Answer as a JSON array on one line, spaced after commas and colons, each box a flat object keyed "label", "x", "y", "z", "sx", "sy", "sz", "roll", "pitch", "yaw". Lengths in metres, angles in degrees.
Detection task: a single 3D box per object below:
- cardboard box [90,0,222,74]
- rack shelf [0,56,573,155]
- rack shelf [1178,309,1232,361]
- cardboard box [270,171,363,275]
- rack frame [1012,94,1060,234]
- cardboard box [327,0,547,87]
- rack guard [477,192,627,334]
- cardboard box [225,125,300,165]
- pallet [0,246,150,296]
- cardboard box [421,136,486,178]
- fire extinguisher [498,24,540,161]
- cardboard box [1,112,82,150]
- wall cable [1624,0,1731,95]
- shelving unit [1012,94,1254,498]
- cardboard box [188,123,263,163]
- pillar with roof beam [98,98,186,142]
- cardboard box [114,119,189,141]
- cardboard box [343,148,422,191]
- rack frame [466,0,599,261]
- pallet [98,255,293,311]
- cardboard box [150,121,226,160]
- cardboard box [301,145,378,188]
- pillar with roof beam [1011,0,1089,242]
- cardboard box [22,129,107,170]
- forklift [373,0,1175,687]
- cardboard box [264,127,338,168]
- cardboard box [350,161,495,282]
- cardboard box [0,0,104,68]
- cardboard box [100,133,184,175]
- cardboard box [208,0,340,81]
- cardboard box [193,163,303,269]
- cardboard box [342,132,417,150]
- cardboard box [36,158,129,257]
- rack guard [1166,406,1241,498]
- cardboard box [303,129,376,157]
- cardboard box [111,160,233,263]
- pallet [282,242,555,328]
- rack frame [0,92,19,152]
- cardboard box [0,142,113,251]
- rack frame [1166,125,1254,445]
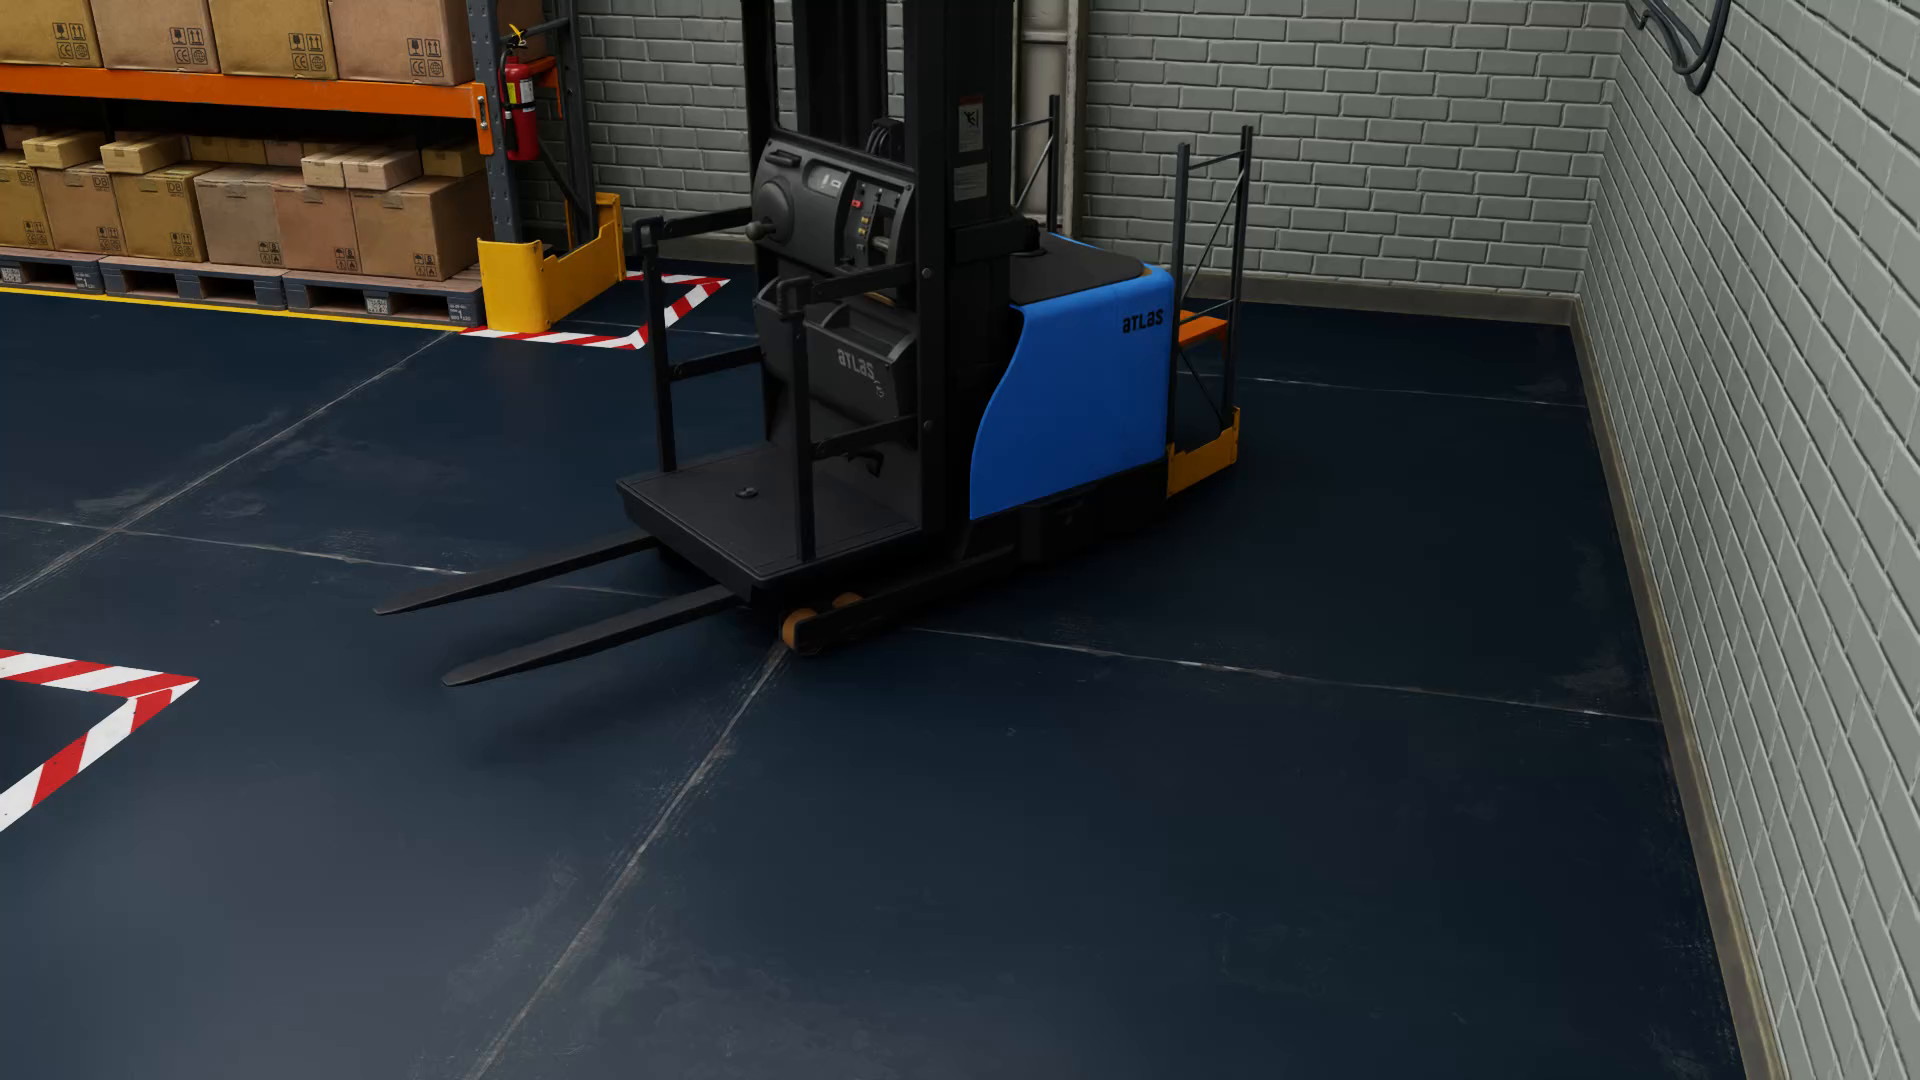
[{"label": "cardboard box", "x": -4.285, "y": -3.089, "z": 9.400, "sx": 0.700, "sy": 0.700, "sz": 0.980, "roll": 5, "pitch": 26, "yaw": 10}, {"label": "rack shelf", "x": -4.282, "y": -2.634, "z": 9.629, "sx": 4.000, "sy": 0.370, "sz": 1.077, "roll": 6, "pitch": 26, "yaw": 13}, {"label": "rack shelf", "x": 0.652, "y": -0.935, "z": 7.388, "sx": 1.000, "sy": 0.185, "sz": 0.538, "roll": 21, "pitch": 33, "yaw": 37}, {"label": "cardboard box", "x": -3.533, "y": -1.892, "z": 9.654, "sx": 0.500, "sy": 0.500, "sz": 0.700, "roll": 6, "pitch": 26, "yaw": 13}, {"label": "rack frame", "x": 0.272, "y": -1.243, "z": 7.616, "sx": 0.032, "sy": 1.500, "sz": 0.500, "roll": 21, "pitch": 33, "yaw": 37}, {"label": "cardboard box", "x": -2.842, "y": -2.930, "z": 9.066, "sx": 0.700, "sy": 0.700, "sz": 0.980, "roll": 8, "pitch": 26, "yaw": 15}, {"label": "rack guard", "x": -2.322, "y": -1.613, "z": 9.557, "sx": 0.348, "sy": 0.500, "sz": 1.175, "roll": 6, "pitch": 26, "yaw": 13}, {"label": "cardboard box", "x": -4.106, "y": -2.336, "z": 9.833, "sx": 0.250, "sy": 0.149, "sz": 0.380, "roll": 7, "pitch": 26, "yaw": 14}, {"label": "pallet", "x": -5.502, "y": -1.800, "z": 10.284, "sx": 1.213, "sy": 0.211, "sz": 1.003, "roll": 6, "pitch": 26, "yaw": 13}, {"label": "cardboard box", "x": -2.877, "y": -2.201, "z": 9.549, "sx": 0.250, "sy": 0.149, "sz": 0.380, "roll": 6, "pitch": 26, "yaw": 13}, {"label": "fire extinguisher", "x": -2.314, "y": -2.333, "z": 8.684, "sx": 0.183, "sy": 0.674, "sz": 0.296, "roll": 6, "pitch": 26, "yaw": 13}, {"label": "cardboard box", "x": -5.612, "y": -2.502, "z": 10.181, "sx": 0.250, "sy": 0.149, "sz": 0.380, "roll": 6, "pitch": 26, "yaw": 13}, {"label": "wall cable", "x": 3.043, "y": -3.297, "z": 6.819, "sx": 0.112, "sy": 2.526, "sz": 3.097, "roll": 6, "pitch": 26, "yaw": 13}, {"label": "shelving unit", "x": 0.659, "y": -1.095, "z": 7.306, "sx": 1.083, "sy": 1.500, "sz": 0.587, "roll": 21, "pitch": 33, "yaw": 37}, {"label": "cardboard box", "x": -4.351, "y": -2.364, "z": 9.890, "sx": 0.250, "sy": 0.149, "sz": 0.380, "roll": 6, "pitch": 26, "yaw": 12}, {"label": "pillar with roof beam", "x": -6.398, "y": -4.374, "z": 5.469, "sx": 0.400, "sy": 9.000, "sz": 9.100, "roll": 6, "pitch": 26, "yaw": 13}, {"label": "cardboard box", "x": -4.845, "y": -2.418, "z": 10.005, "sx": 0.250, "sy": 0.149, "sz": 0.380, "roll": 5, "pitch": 26, "yaw": 11}, {"label": "cardboard box", "x": -3.218, "y": -2.069, "z": 9.272, "sx": 0.250, "sy": 0.149, "sz": 0.380, "roll": 6, "pitch": 26, "yaw": 12}, {"label": "rack frame", "x": -2.345, "y": -2.744, "z": 9.025, "sx": 0.127, "sy": 3.000, "sz": 1.000, "roll": 6, "pitch": 26, "yaw": 13}, {"label": "pallet", "x": -4.317, "y": -1.670, "z": 10.012, "sx": 1.213, "sy": 0.211, "sz": 1.003, "roll": 6, "pitch": 26, "yaw": 13}, {"label": "cardboard box", "x": -4.601, "y": -2.391, "z": 9.948, "sx": 0.250, "sy": 0.149, "sz": 0.380, "roll": 7, "pitch": 26, "yaw": 14}, {"label": "cardboard box", "x": -3.466, "y": -2.097, "z": 9.329, "sx": 0.250, "sy": 0.149, "sz": 0.380, "roll": 7, "pitch": 26, "yaw": 14}, {"label": "pillar with roof beam", "x": -0.587, "y": -3.732, "z": 4.120, "sx": 0.400, "sy": 9.000, "sz": 9.100, "roll": 6, "pitch": 26, "yaw": 13}, {"label": "cardboard box", "x": -5.234, "y": -2.291, "z": 9.738, "sx": 0.250, "sy": 0.149, "sz": 0.380, "roll": 7, "pitch": 26, "yaw": 15}, {"label": "forklift", "x": -0.626, "y": -1.171, "z": 5.799, "sx": 3.031, "sy": 2.935, "sz": 1.130, "roll": -18, "pitch": 31, "yaw": -33}, {"label": "cardboard box", "x": -3.857, "y": -2.309, "z": 9.776, "sx": 0.250, "sy": 0.149, "sz": 0.380, "roll": 7, "pitch": 26, "yaw": 14}, {"label": "cardboard box", "x": -3.048, "y": -1.839, "z": 9.542, "sx": 0.500, "sy": 0.500, "sz": 0.700, "roll": 6, "pitch": 26, "yaw": 13}, {"label": "cardboard box", "x": -4.992, "y": -3.163, "z": 9.555, "sx": 0.700, "sy": 0.700, "sz": 0.980, "roll": 6, "pitch": 26, "yaw": 12}, {"label": "cardboard box", "x": -4.729, "y": -2.235, "z": 9.621, "sx": 0.250, "sy": 0.149, "sz": 0.380, "roll": 6, "pitch": 26, "yaw": 12}, {"label": "cardboard box", "x": -3.549, "y": -3.004, "z": 9.220, "sx": 0.700, "sy": 0.700, "sz": 0.980, "roll": 6, "pitch": 26, "yaw": 13}, {"label": "cardboard box", "x": -4.020, "y": -1.946, "z": 9.767, "sx": 0.500, "sy": 0.500, "sz": 0.700, "roll": 5, "pitch": 26, "yaw": 11}, {"label": "cardboard box", "x": -3.368, "y": -2.255, "z": 9.663, "sx": 0.250, "sy": 0.149, "sz": 0.380, "roll": 6, "pitch": 26, "yaw": 13}, {"label": "cardboard box", "x": -5.035, "y": -2.056, "z": 9.998, "sx": 0.500, "sy": 0.500, "sz": 0.700, "roll": 6, "pitch": 26, "yaw": 12}, {"label": "rack guard", "x": 1.030, "y": -0.388, "z": 7.275, "sx": 0.087, "sy": 0.250, "sz": 0.587, "roll": 21, "pitch": 33, "yaw": 37}, {"label": "cardboard box", "x": -3.610, "y": -2.282, "z": 9.719, "sx": 0.250, "sy": 0.149, "sz": 0.380, "roll": 7, "pitch": 26, "yaw": 13}, {"label": "cardboard box", "x": -4.538, "y": -2.000, "z": 9.880, "sx": 0.500, "sy": 0.500, "sz": 0.700, "roll": 7, "pitch": 26, "yaw": 14}, {"label": "pallet", "x": -3.139, "y": -1.538, "z": 9.736, "sx": 1.213, "sy": 0.211, "sz": 1.003, "roll": 6, "pitch": 26, "yaw": 13}, {"label": "rack frame", "x": -6.219, "y": -3.173, "z": 9.924, "sx": 0.127, "sy": 3.000, "sz": 1.000, "roll": 6, "pitch": 26, "yaw": 13}, {"label": "cardboard box", "x": -5.521, "y": -2.111, "z": 10.114, "sx": 0.500, "sy": 0.500, "sz": 0.700, "roll": 7, "pitch": 26, "yaw": 14}, {"label": "rack frame", "x": 1.031, "y": -0.952, "z": 7.006, "sx": 0.032, "sy": 1.500, "sz": 0.500, "roll": 21, "pitch": 33, "yaw": 37}]
